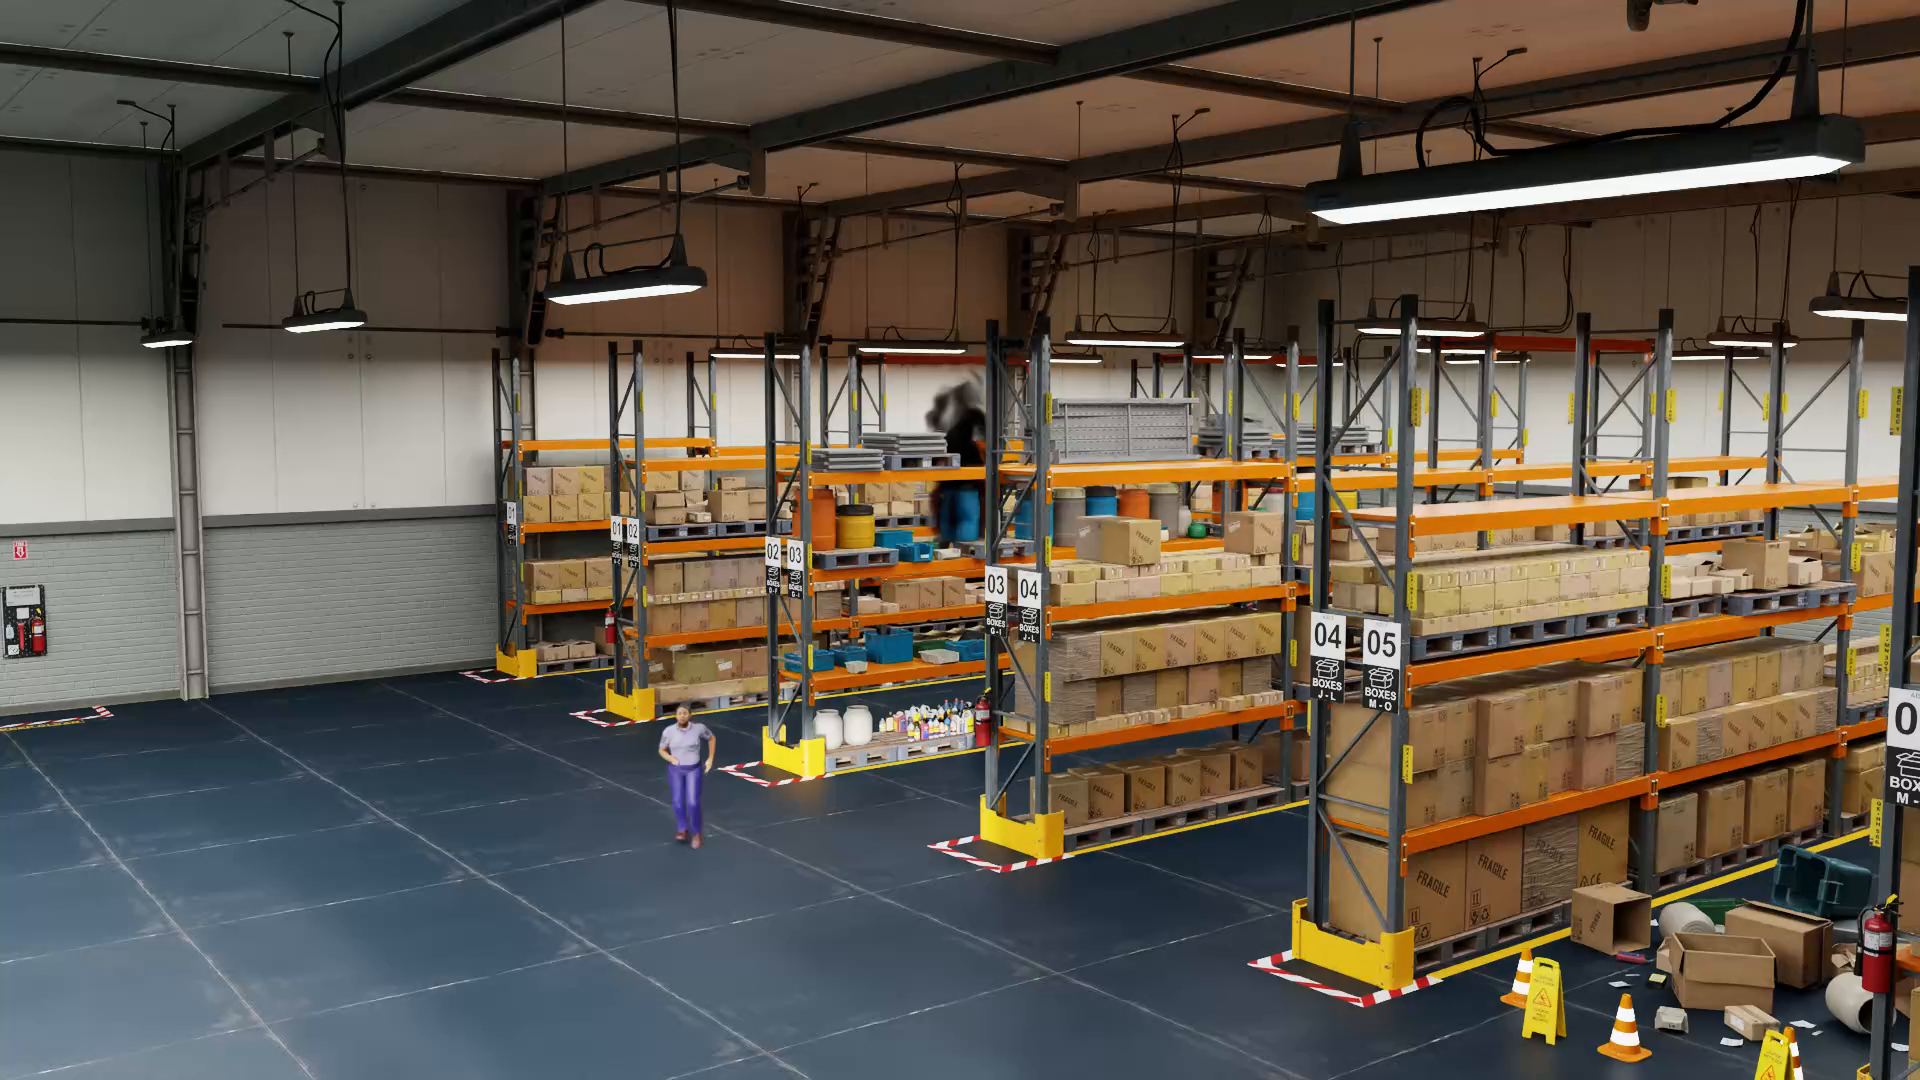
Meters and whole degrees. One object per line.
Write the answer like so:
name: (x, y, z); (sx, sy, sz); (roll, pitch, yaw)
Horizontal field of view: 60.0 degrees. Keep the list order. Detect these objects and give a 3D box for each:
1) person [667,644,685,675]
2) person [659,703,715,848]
person: (-4.909, 1.754, 28.929); (0.586, 1.741, 0.636); (-4, 6, -38)
person: (-3.122, 2.702, 18.983); (0.619, 1.692, 0.691); (0, 5, -3)
